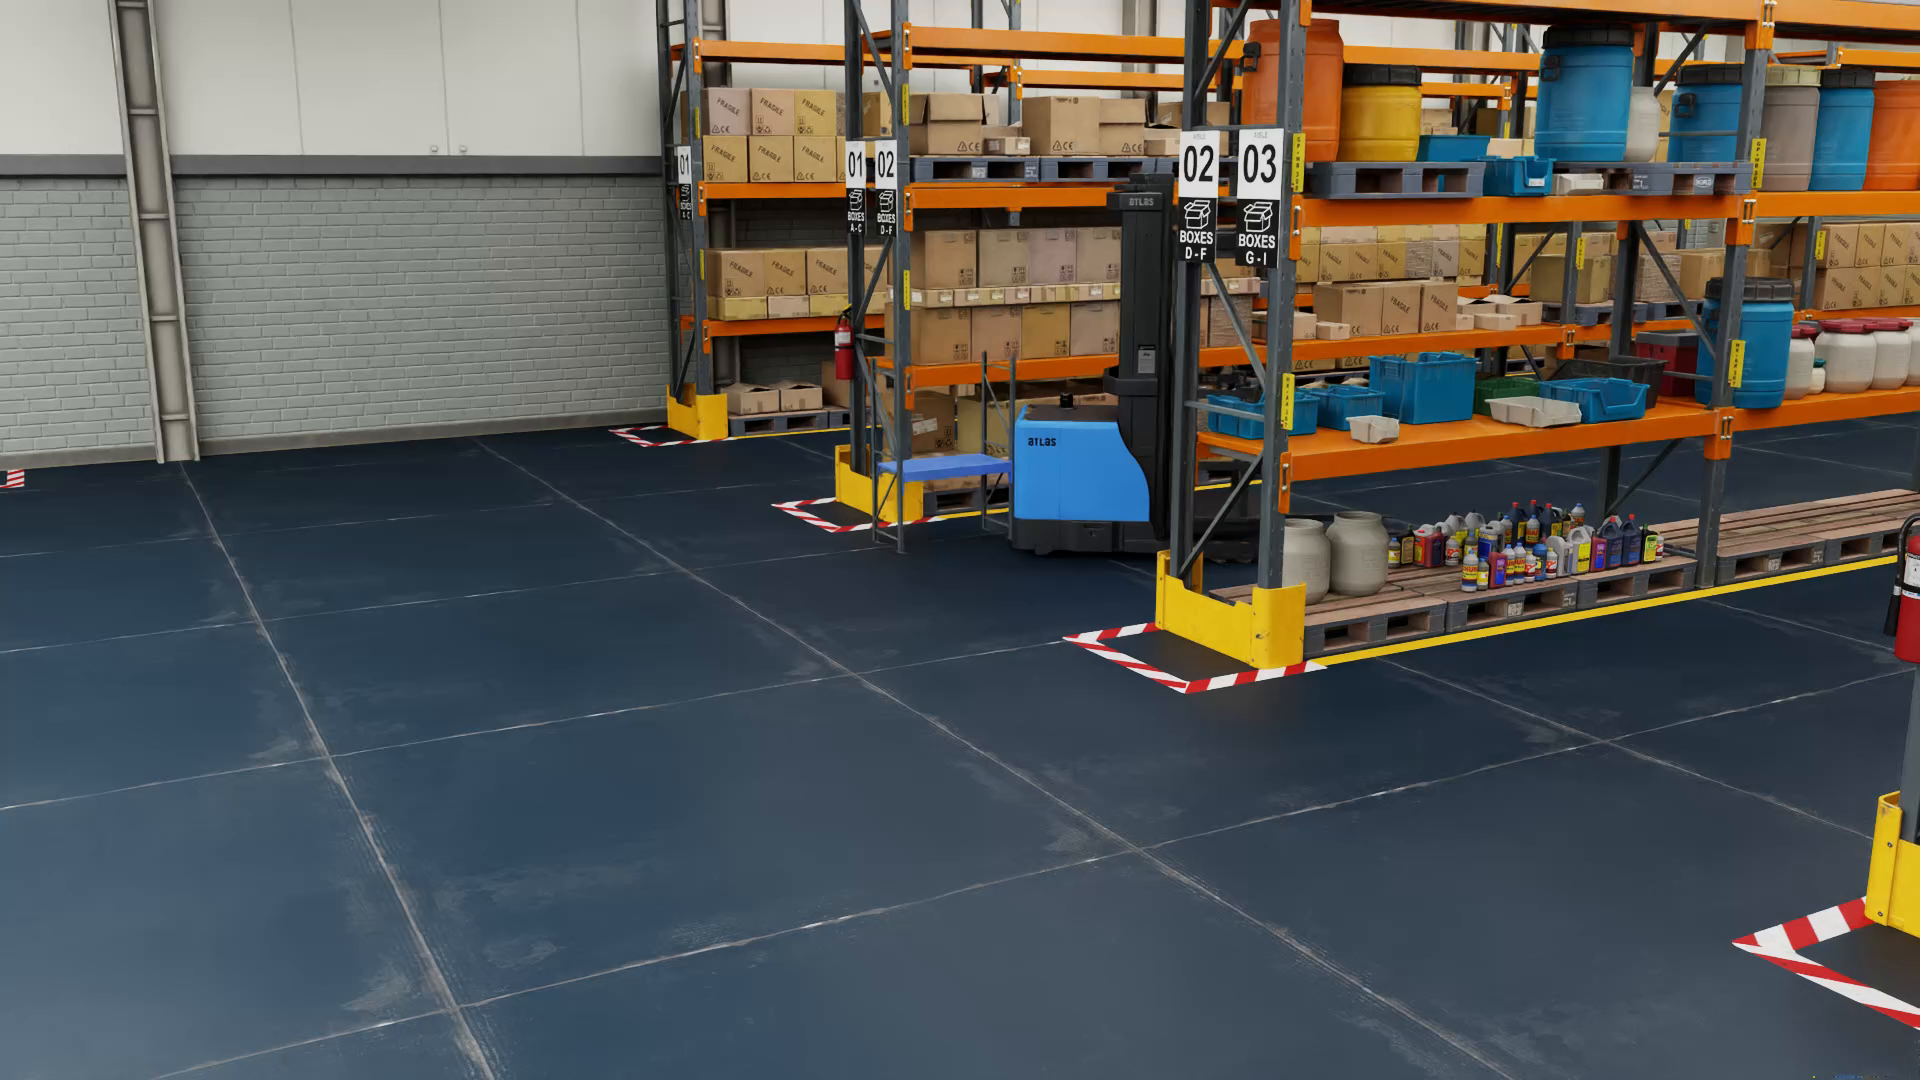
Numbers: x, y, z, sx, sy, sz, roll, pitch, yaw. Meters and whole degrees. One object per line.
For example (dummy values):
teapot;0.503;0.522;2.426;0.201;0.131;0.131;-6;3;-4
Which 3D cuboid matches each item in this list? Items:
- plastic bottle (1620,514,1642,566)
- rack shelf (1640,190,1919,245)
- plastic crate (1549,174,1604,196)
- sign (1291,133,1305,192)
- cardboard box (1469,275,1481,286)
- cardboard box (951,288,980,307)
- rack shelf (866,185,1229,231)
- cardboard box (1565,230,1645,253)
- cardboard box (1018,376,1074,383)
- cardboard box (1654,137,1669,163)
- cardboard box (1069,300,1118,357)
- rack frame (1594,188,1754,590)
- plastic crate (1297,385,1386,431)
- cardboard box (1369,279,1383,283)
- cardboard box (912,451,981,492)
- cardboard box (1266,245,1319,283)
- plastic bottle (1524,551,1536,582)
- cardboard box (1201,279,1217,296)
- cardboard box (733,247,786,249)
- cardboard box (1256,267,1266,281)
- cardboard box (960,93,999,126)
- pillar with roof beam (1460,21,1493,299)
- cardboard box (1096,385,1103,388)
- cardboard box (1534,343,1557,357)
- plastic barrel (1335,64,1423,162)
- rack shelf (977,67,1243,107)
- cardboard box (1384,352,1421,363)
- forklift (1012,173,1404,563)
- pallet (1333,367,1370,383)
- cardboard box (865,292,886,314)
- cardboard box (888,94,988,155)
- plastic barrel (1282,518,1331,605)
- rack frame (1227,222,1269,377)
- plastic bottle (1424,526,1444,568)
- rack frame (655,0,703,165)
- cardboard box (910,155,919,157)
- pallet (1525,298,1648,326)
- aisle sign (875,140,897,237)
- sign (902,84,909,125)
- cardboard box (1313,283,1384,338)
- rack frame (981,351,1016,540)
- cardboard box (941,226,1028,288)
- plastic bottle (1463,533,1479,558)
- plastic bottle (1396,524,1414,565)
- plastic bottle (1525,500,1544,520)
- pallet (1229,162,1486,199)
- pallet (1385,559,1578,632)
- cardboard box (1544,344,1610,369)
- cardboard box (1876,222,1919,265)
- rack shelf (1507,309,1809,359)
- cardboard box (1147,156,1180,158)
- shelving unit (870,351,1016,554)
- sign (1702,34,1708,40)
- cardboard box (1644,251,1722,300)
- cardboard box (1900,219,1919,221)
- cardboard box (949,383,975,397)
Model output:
plastic bottle;4.747;-0.004;11.828;0.185;0.351;0.144;-7;15;-29
rack shelf;6.930;-2.528;12.818;4.000;0.370;1.077;-7;14;-28
plastic crate;3.959;-2.293;10.736;0.396;0.136;0.243;-7;14;-28
sign;1.923;-2.146;9.460;0.005;0.325;0.100;-7;14;-28
cardboard box;7.288;-3.753;23.981;0.250;0.149;0.380;-7;14;-27
cardboard box;-0.029;-2.133;14.549;0.250;0.149;0.380;-7;15;-29
rack shelf;1.049;-3.062;15.191;4.000;0.370;1.077;-7;14;-28
cardboard box;9.884;-4.389;25.596;0.700;0.700;0.980;-7;14;-28
cardboard box;1.066;-2.190;21.201;0.500;0.500;0.700;-6;14;-26
cardboard box;7.586;-4.254;18.620;0.500;0.500;0.910;-7;14;-28
cardboard box;1.067;-1.998;15.429;0.500;0.500;0.700;-6;14;-26
rack frame;5.174;-1.205;12.133;0.127;3.000;1.000;-7;14;-28
plastic crate;2.532;-0.889;11.068;0.408;0.251;0.499;-7;14;-28
cardboard box;5.680;-3.576;23.194;0.250;0.149;0.380;-7;14;-28
cardboard box;-0.129;-0.616;14.823;0.500;0.250;0.500;-7;14;-28
cardboard box;4.487;-3.741;22.448;0.500;0.500;0.500;-6;14;-26
plastic bottle;3.880;0.178;11.356;0.097;0.201;0.097;0;13;0
cardboard box;2.222;-2.402;15.745;0.250;0.149;0.380;-7;15;-30
cardboard box;-2.325;-3.138;19.308;0.500;0.500;0.500;-7;14;-27
cardboard box;4.227;-3.839;22.887;0.500;0.500;0.500;-7;14;-28
cardboard box;0.118;-5.019;19.698;0.500;0.500;0.500;-8;15;-33
pillar with roof beam;9.712;-6.294;21.079;0.400;9.000;9.100;-7;14;-28
cardboard box;1.620;-1.195;15.685;0.500;0.500;0.500;-7;14;-28
cardboard box;8.597;-3.053;25.078;0.500;0.500;0.700;-7;14;-28
plastic barrel;2.603;-2.689;10.509;0.600;0.588;0.600;0;13;0
rack shelf;2.183;-5.706;21.016;4.000;0.370;1.077;-7;14;-28
cardboard box;6.162;-2.925;23.713;0.750;0.750;0.750;-6;14;-26
forklift;1.957;-1.372;13.029;3.031;2.935;1.130;1;13;5
pallet;5.736;-2.371;23.663;1.213;0.211;1.003;-7;14;-28
cardboard box;-1.159;-2.783;19.440;0.500;0.250;0.500;-7;14;-27
cardboard box;-0.200;-3.586;14.369;0.637;0.503;0.797;-6;14;-24
plastic barrel;2.204;0.140;10.863;0.421;0.512;0.421;0;13;0
rack frame;3.938;-3.535;22.486;0.127;3.000;1.000;-7;14;-28
plastic bottle;3.351;0.048;11.750;0.133;0.283;0.061;-7;14;-28
rack frame;-3.083;-5.621;18.088;0.127;3.000;1.000;-7;14;-28
cardboard box;-0.816;-4.419;19.309;0.500;0.500;0.500;-7;15;-30
pallet;6.877;-2.572;18.644;1.003;0.211;1.213;-7;14;-28
aisle sign;-0.618;-2.942;13.928;0.004;0.787;0.394;-7;14;-28
sign;-0.446;-3.560;13.594;0.005;0.325;0.100;-7;14;-28
cardboard box;3.949;-2.342;16.957;0.500;0.500;0.500;-6;14;-24
rack frame;0.311;-0.777;13.647;0.032;1.500;0.500;-7;14;-28
cardboard box;0.215;-2.530;14.836;0.500;0.500;0.700;-7;15;-29
plastic bottle;3.661;0.053;11.913;0.097;0.201;0.097;0;13;0
plastic bottle;3.159;0.033;11.817;0.133;0.283;0.061;-6;14;-26
plastic bottle;4.267;-0.123;12.354;0.185;0.351;0.144;-6;14;-26
pallet;2.436;-2.224;10.258;1.213;0.211;1.003;-7;14;-28
pallet;3.493;0.347;11.587;1.213;0.211;1.003;-7;14;-28
cardboard box;7.071;-2.092;19.058;0.500;0.250;0.500;-6;14;-26
cardboard box;11.731;-3.697;20.698;0.500;0.500;0.500;-6;14;-26
rack shelf;8.071;-2.441;19.260;4.000;0.370;1.077;-7;14;-28
cardboard box;2.756;-4.940;21.617;0.637;0.503;0.797;-5;14;-20
shelving unit;-0.133;-0.723;13.407;1.048;1.500;0.538;-7;14;-28
sign;11.208;-7.692;24.985;0.005;0.325;0.100;-7;14;-28
cardboard box;8.305;-3.058;19.180;0.500;0.500;0.700;-12;17;-42
cardboard box;12.366;-3.907;21.633;0.500;0.500;0.500;-7;14;-27
cardboard box;-0.028;-1.885;20.604;0.250;0.166;0.380;-9;16;-35
